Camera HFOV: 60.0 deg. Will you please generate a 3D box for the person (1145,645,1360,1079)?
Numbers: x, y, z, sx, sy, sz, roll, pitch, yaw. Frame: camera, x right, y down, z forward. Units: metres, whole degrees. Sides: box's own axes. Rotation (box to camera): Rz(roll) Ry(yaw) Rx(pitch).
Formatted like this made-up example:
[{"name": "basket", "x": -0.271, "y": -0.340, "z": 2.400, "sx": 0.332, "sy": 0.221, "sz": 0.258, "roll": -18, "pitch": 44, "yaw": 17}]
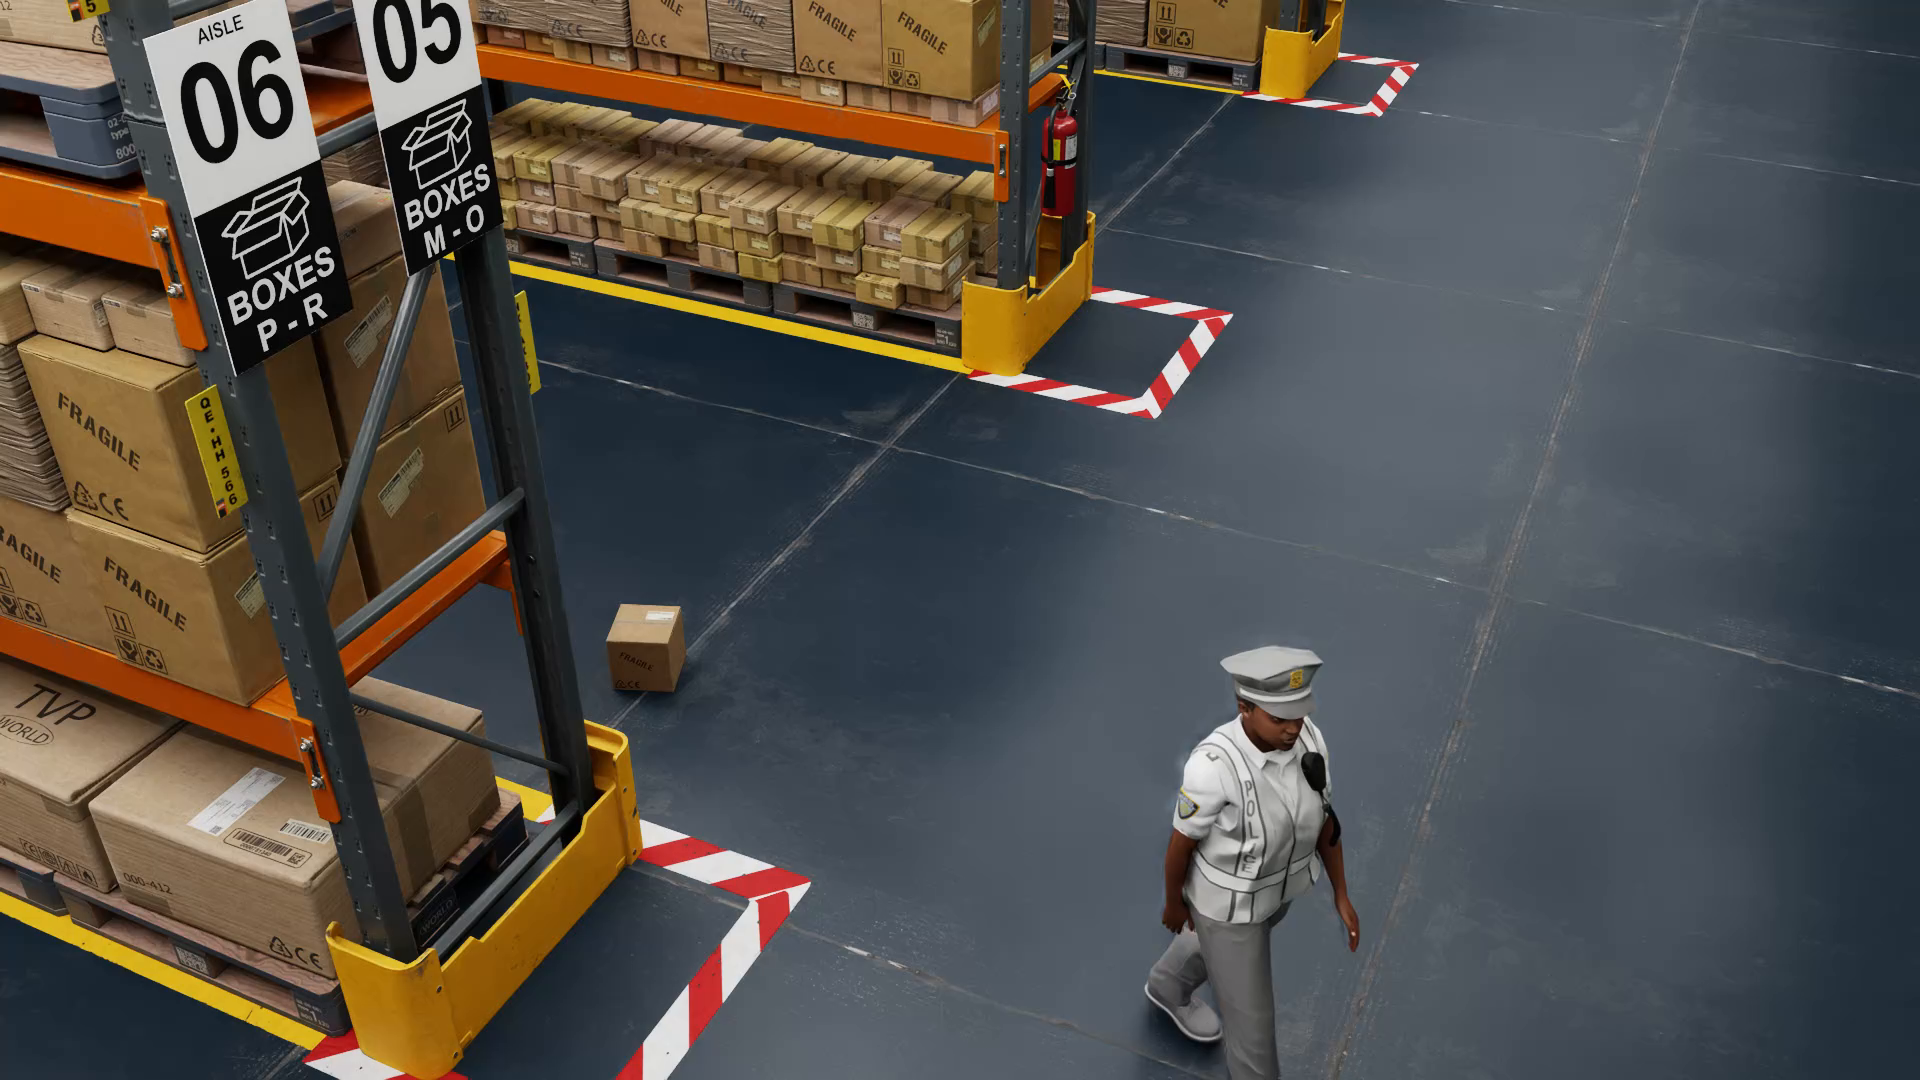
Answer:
[{"name": "person", "x": 0.858, "y": 1.003, "z": 4.606, "sx": 0.458, "sy": 1.653, "sz": 0.932, "roll": -22, "pitch": 40, "yaw": -30}]
